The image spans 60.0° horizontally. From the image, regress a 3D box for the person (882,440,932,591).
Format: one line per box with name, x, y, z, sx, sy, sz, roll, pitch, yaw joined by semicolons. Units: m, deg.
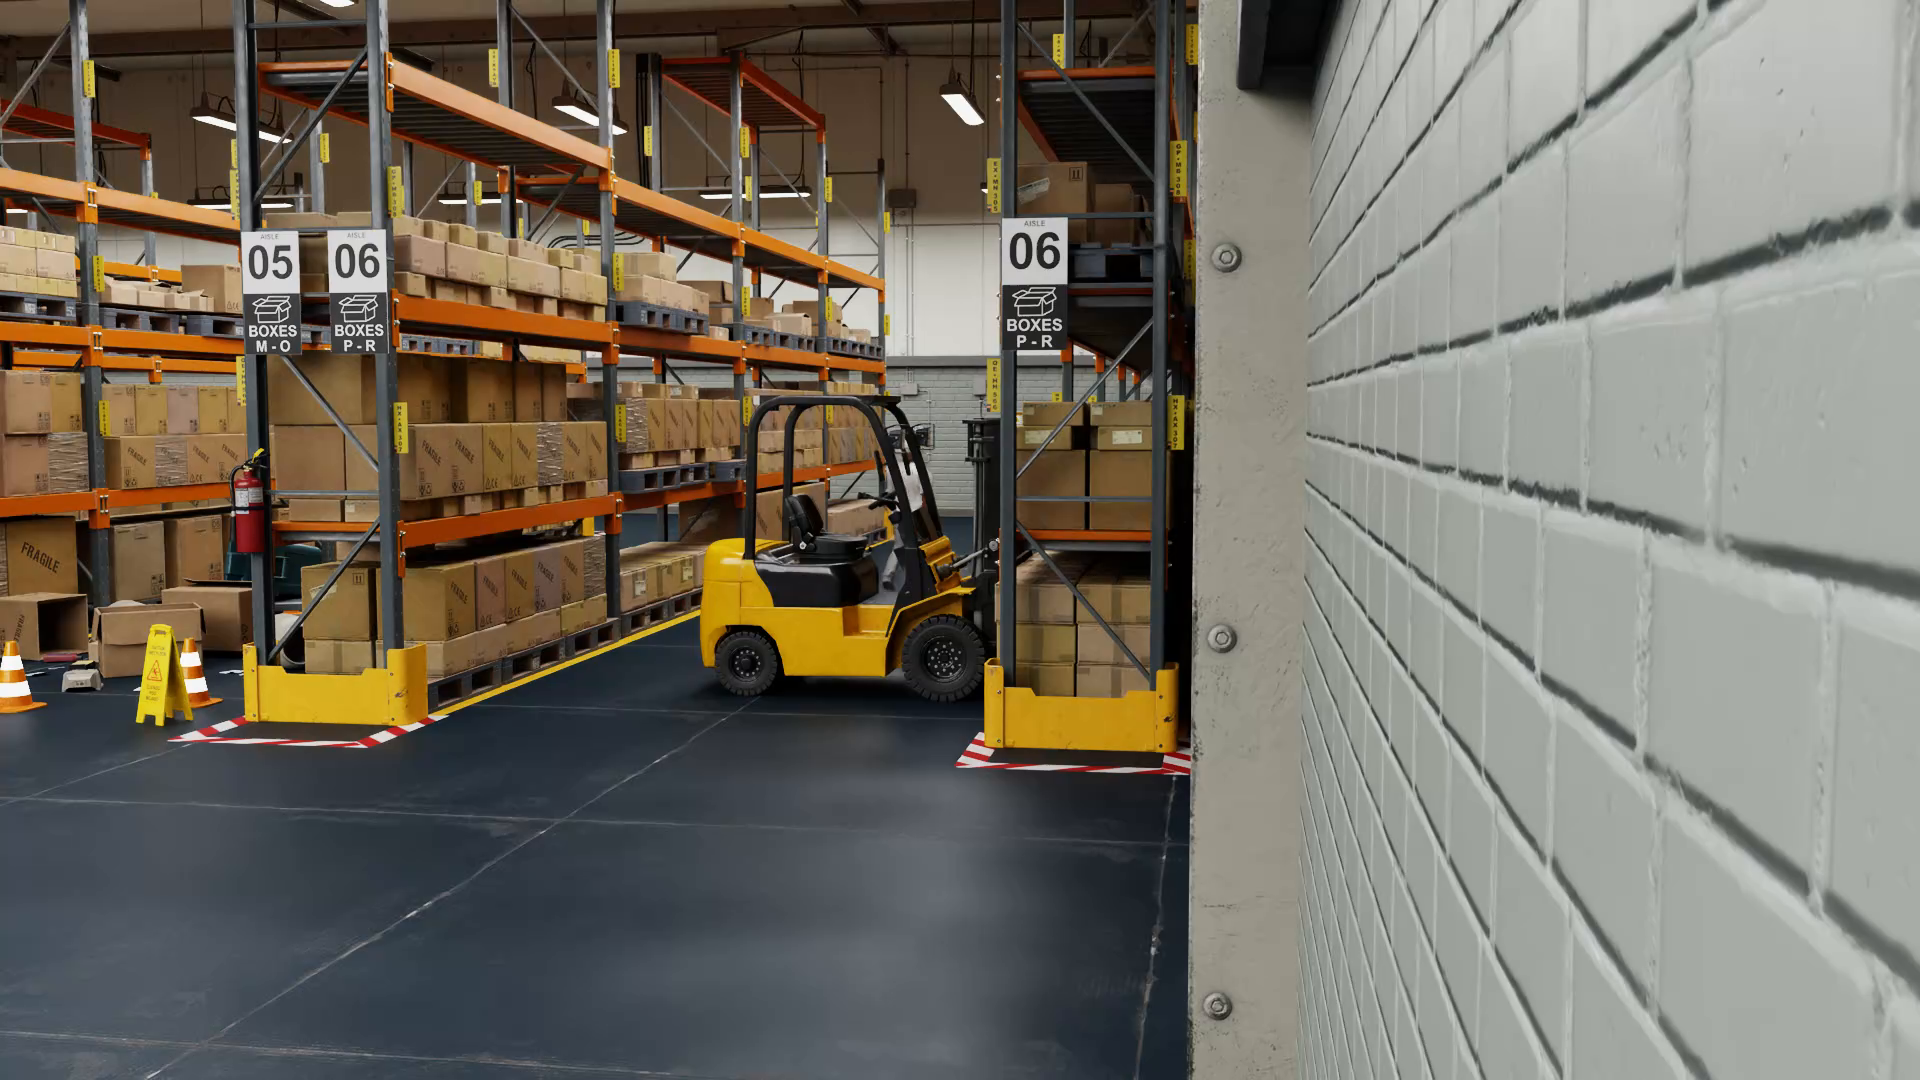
person;-0.537;-0.253;18.205;0.563;1.729;0.992;2;5;22
